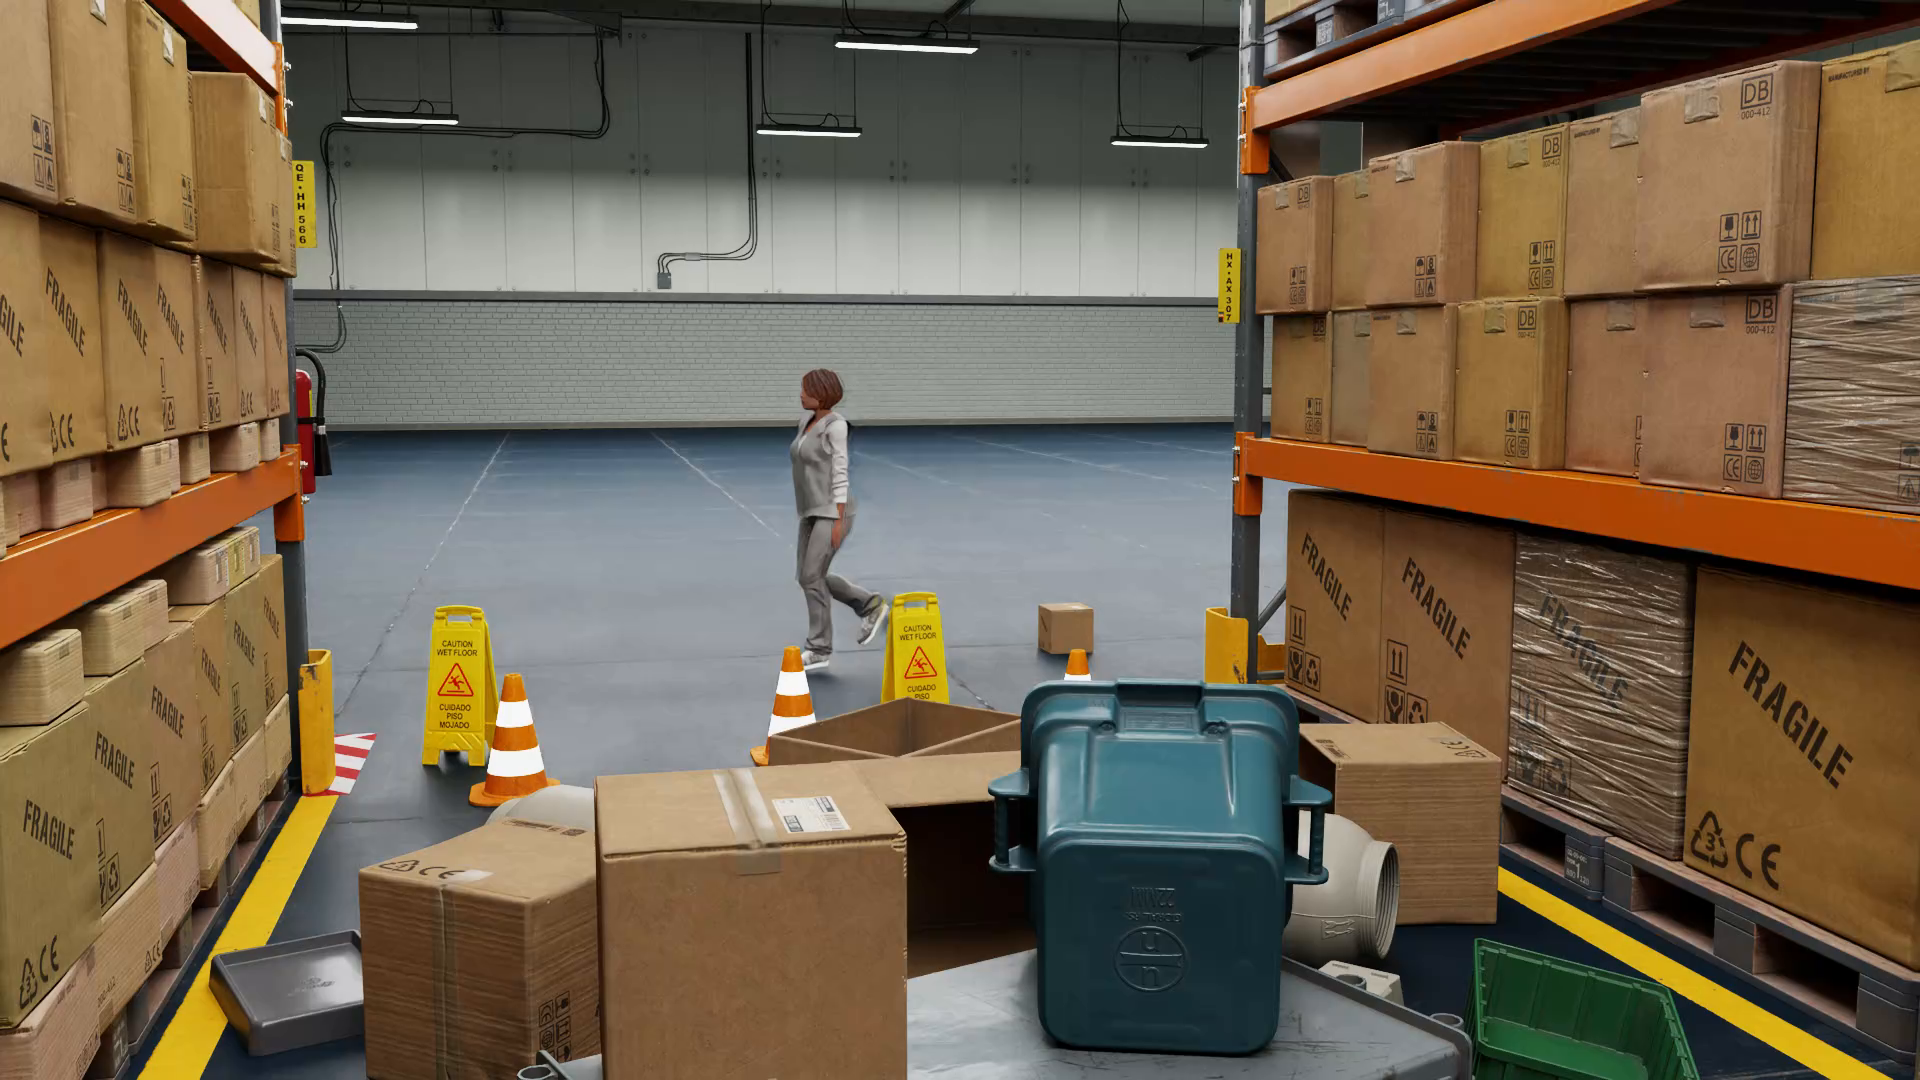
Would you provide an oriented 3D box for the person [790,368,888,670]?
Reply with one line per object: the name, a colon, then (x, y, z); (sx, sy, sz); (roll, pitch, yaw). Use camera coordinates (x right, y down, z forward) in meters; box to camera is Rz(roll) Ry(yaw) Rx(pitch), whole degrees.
person: (-0.659, -0.121, 8.805); (0.666, 1.578, 0.424); (-4, 7, -30)
